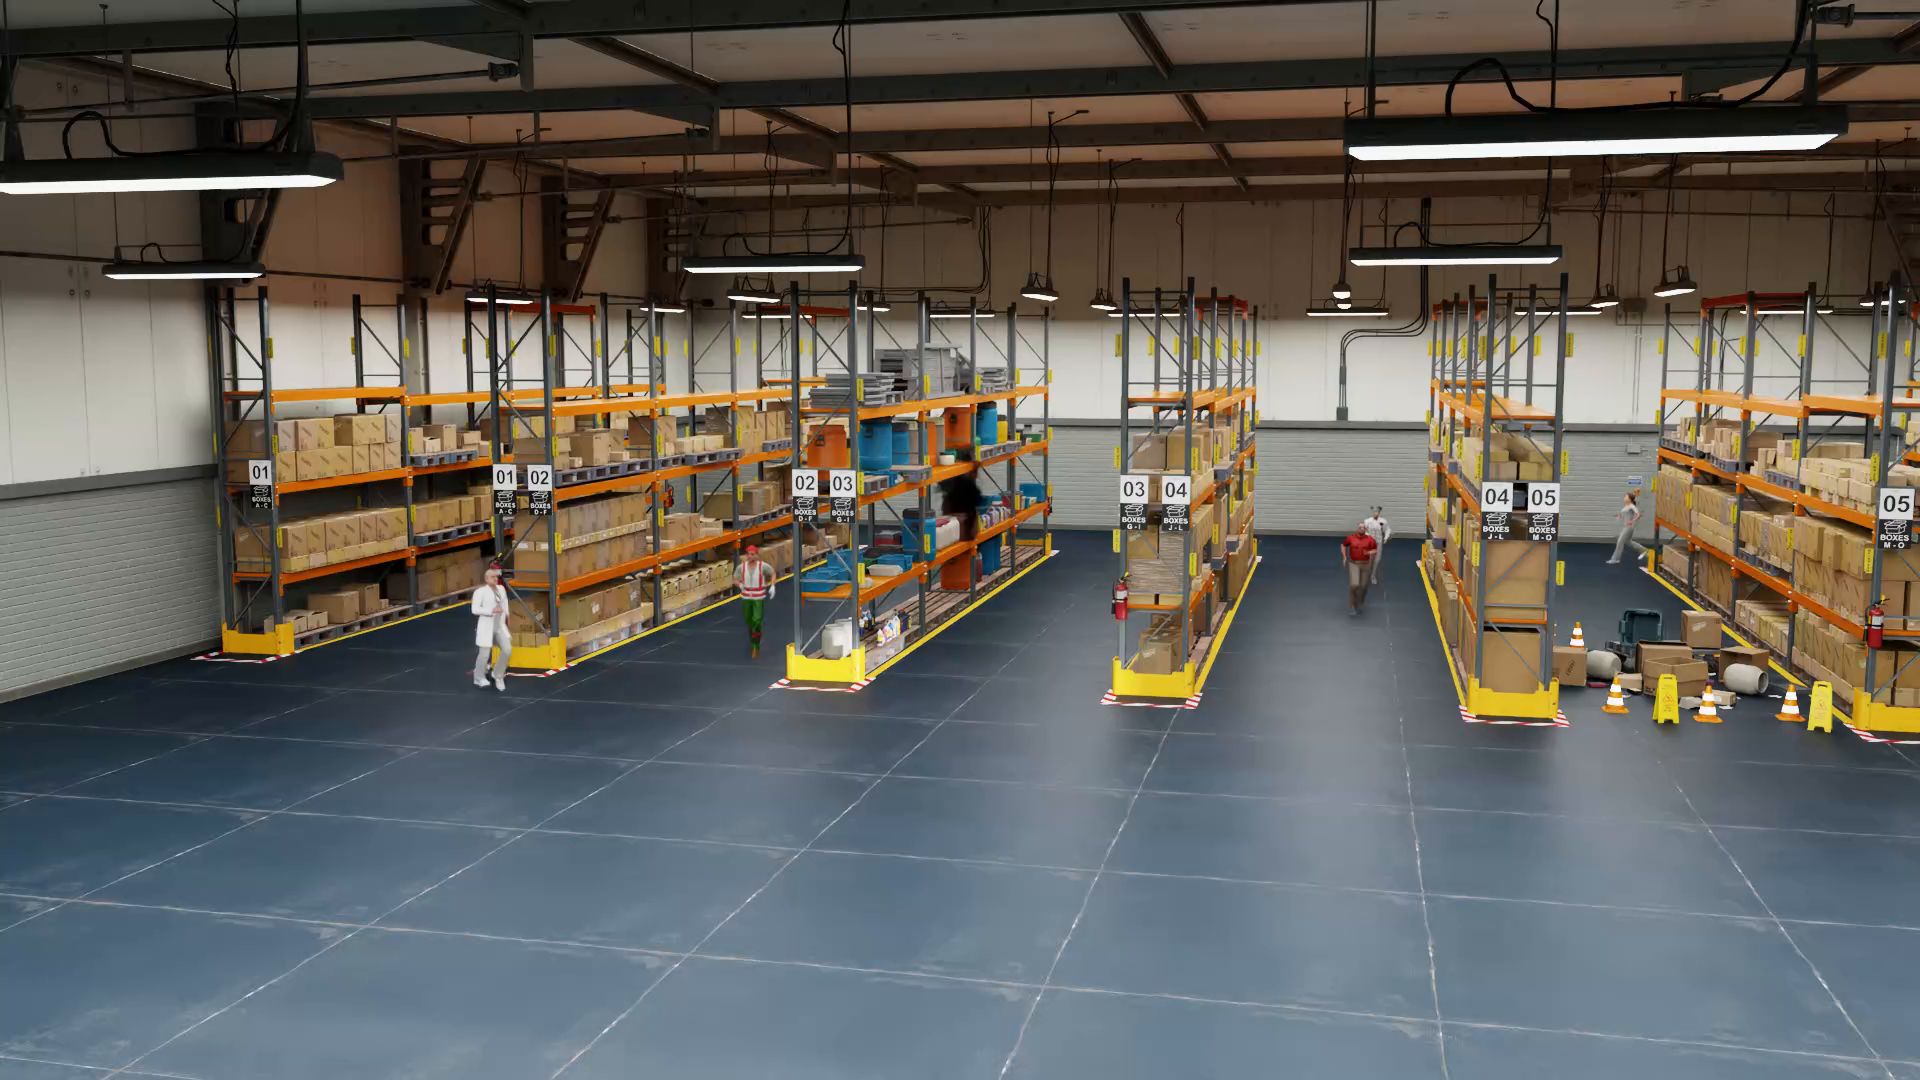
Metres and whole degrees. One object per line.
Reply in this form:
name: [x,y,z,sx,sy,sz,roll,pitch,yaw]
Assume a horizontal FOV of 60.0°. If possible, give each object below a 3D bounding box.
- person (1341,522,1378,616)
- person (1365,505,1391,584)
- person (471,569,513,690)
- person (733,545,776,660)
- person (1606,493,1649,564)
person: [7.553,0.555,31.417,0.631,1.798,0.768,0,7,4]
person: [8.949,0.080,35.780,0.623,1.689,0.719,2,7,13]
person: [-6.854,1.335,24.464,0.723,1.815,0.778,-6,9,-44]
person: [-3.368,0.994,27.198,0.683,1.844,0.817,1,7,7]
person: [15.566,-0.260,38.649,0.942,1.669,0.574,1,7,11]
